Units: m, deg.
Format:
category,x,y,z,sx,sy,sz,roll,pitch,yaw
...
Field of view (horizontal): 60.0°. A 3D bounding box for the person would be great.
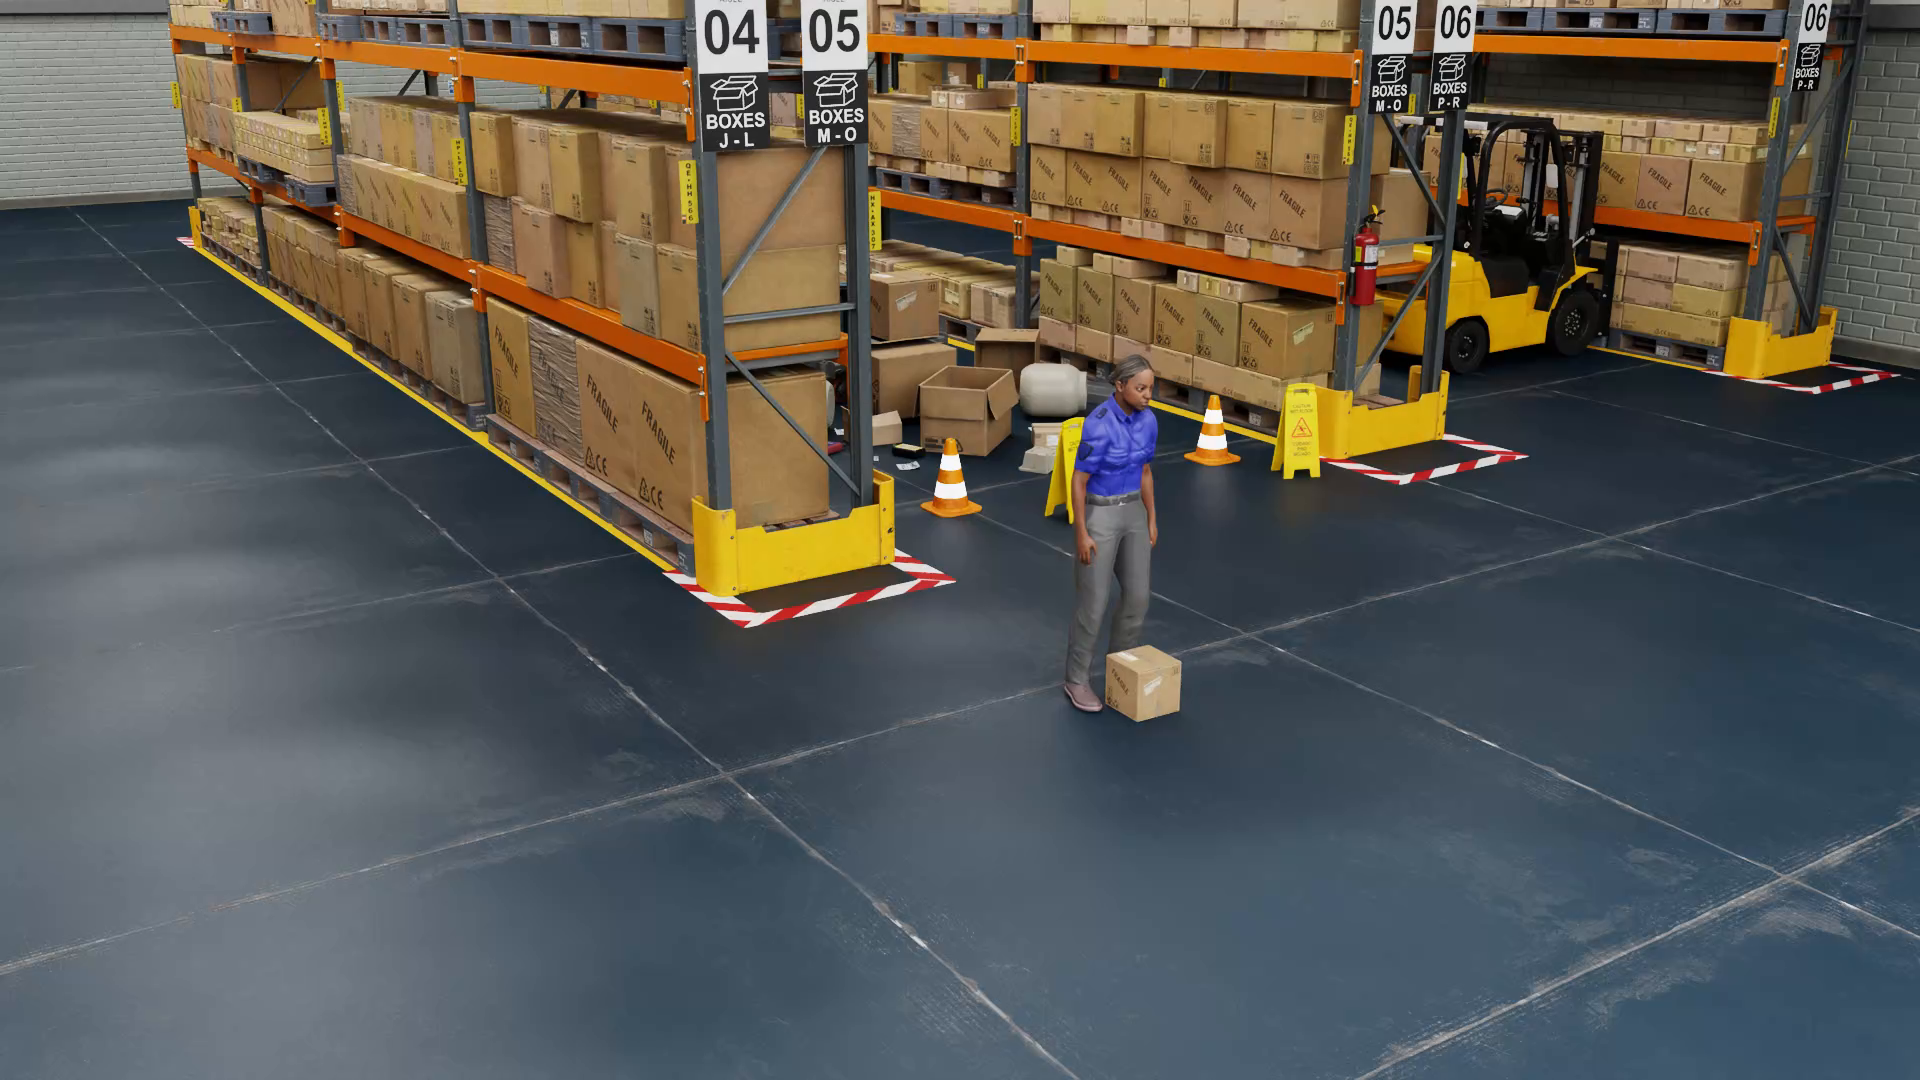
category,x,y,z,sx,sy,sz,roll,pitch,yaw
person,0.717,-0.057,7.739,0.525,1.653,0.349,-13,22,-35
